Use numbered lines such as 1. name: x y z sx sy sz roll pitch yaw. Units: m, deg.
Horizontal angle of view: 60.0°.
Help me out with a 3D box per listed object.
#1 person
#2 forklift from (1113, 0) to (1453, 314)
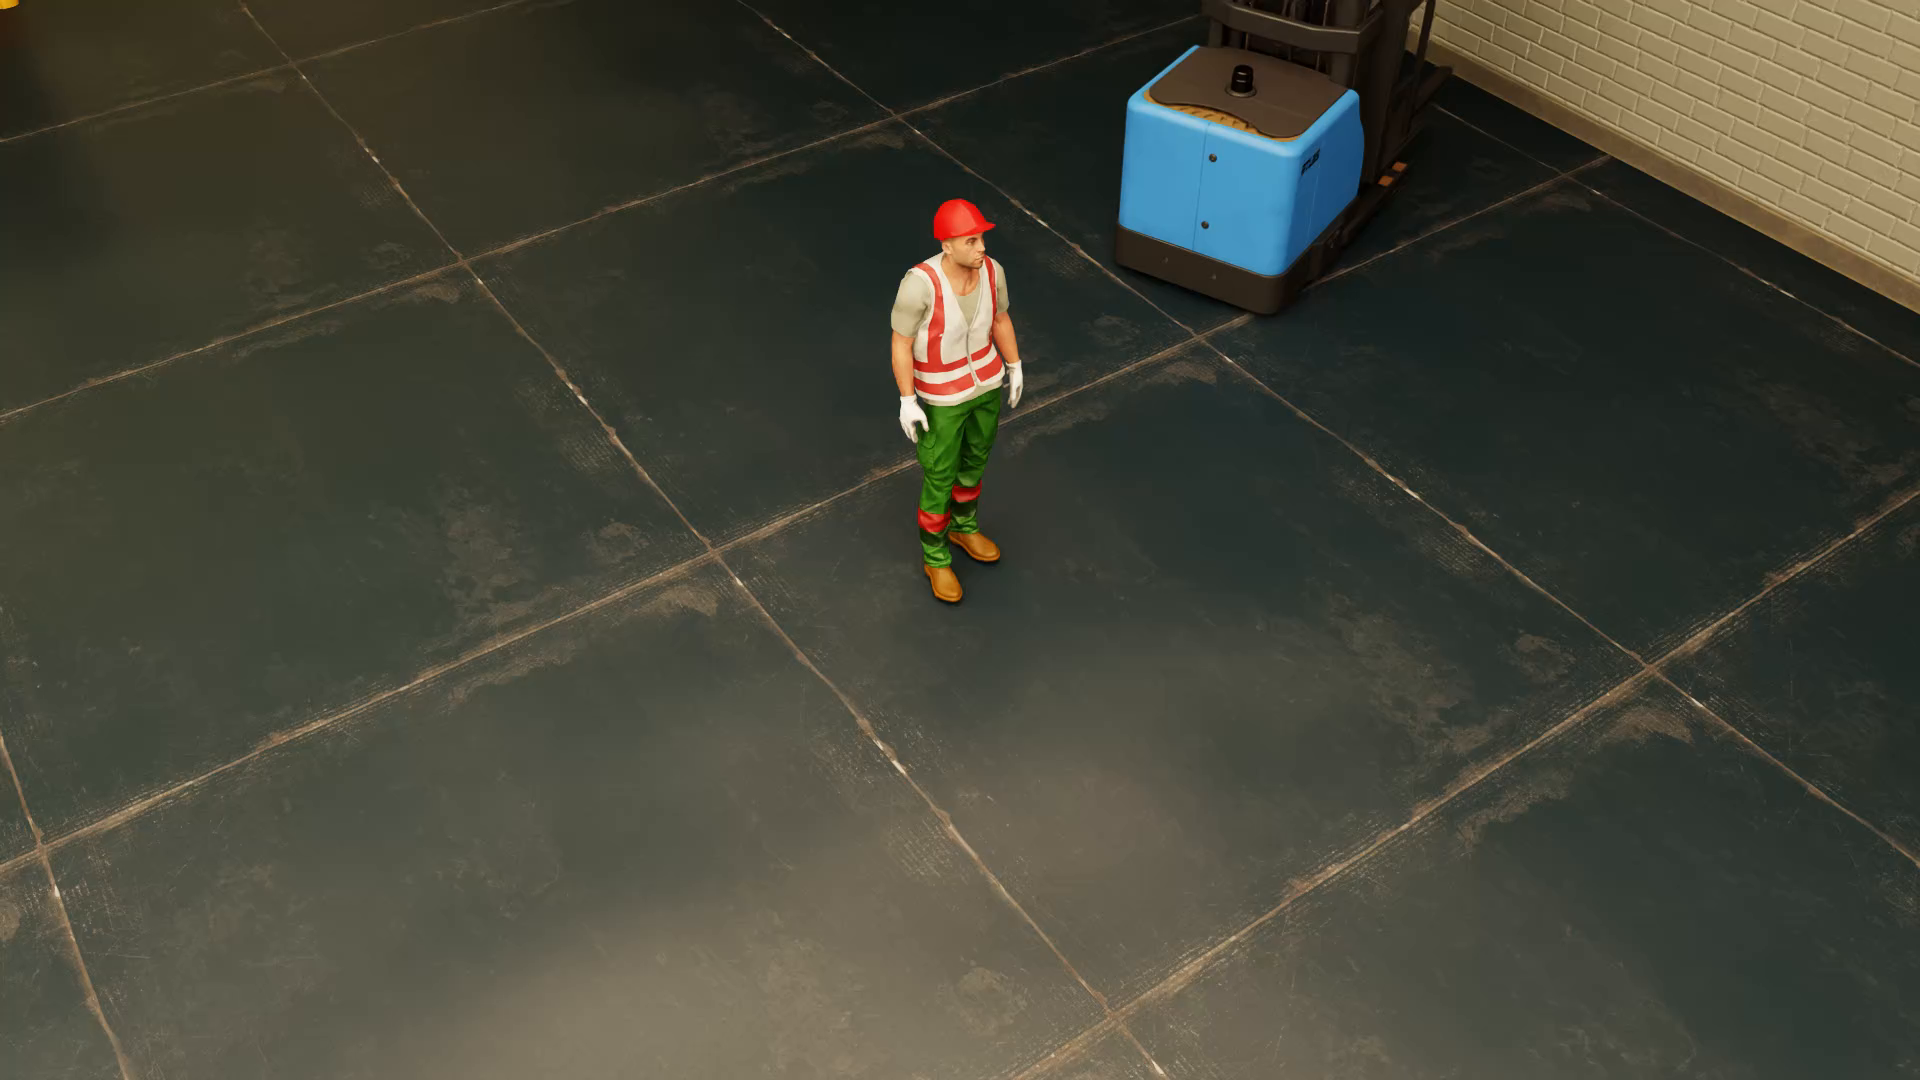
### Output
1. person: 0.036 -0.614 7.214 0.638 1.787 0.564 -25 48 -25
2. forklift: 2.115 -3.284 9.279 1.130 2.935 3.031 24 48 24
